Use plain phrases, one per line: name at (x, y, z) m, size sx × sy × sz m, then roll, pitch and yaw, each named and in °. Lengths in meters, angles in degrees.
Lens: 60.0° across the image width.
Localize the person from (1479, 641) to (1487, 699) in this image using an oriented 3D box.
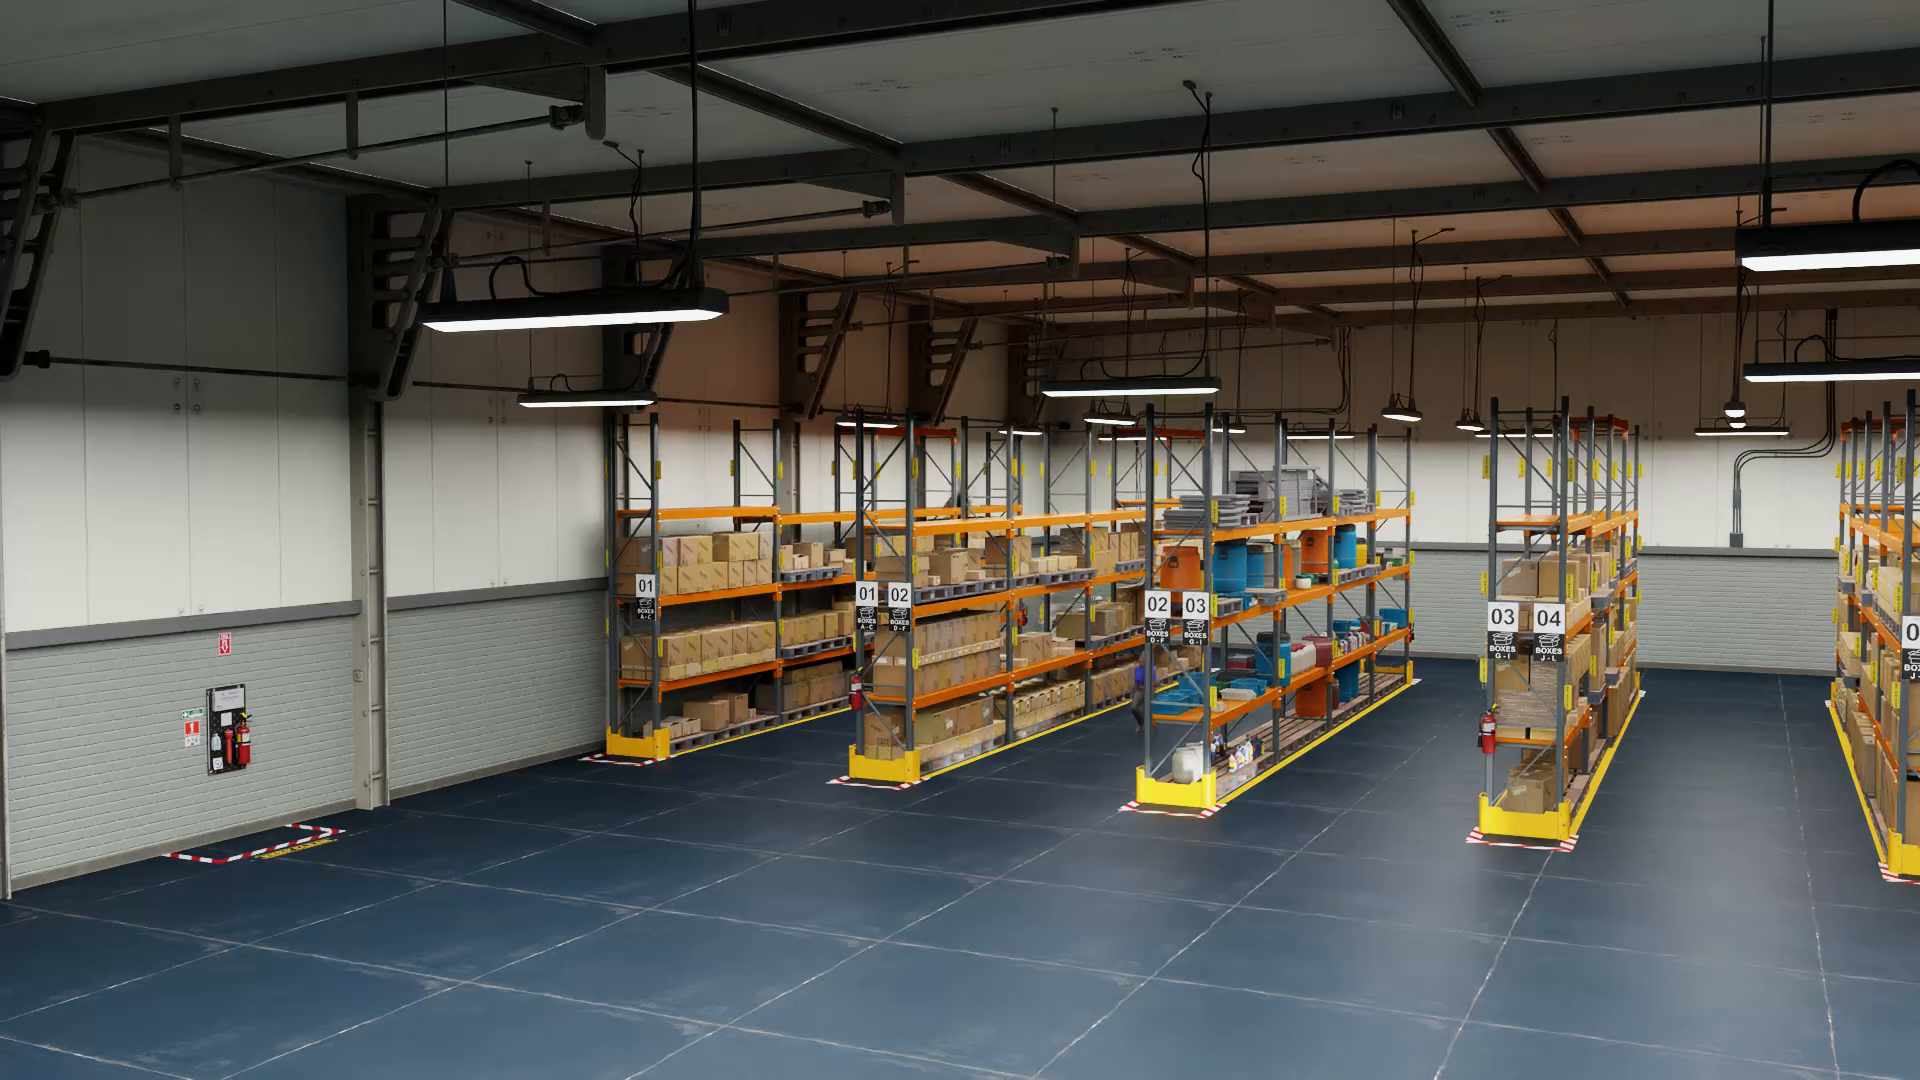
person at (10.953, 2.778, 33.966) m, size 0.673 × 1.600 × 0.949 m, roll 1°, pitch 3°, yaw 32°

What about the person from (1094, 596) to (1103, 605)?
person at (3.647, 2.321, 44.060) m, size 0.768 × 1.683 × 0.542 m, roll -1°, pitch 3°, yaw -31°

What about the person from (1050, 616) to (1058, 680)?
person at (2.184, 2.573, 38.329) m, size 0.597 × 1.693 × 0.632 m, roll 2°, pitch 3°, yaw 34°

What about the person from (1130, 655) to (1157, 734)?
person at (3.474, 2.900, 31.328) m, size 0.600 × 1.521 × 0.956 m, roll 1°, pitch 3°, yaw 25°
